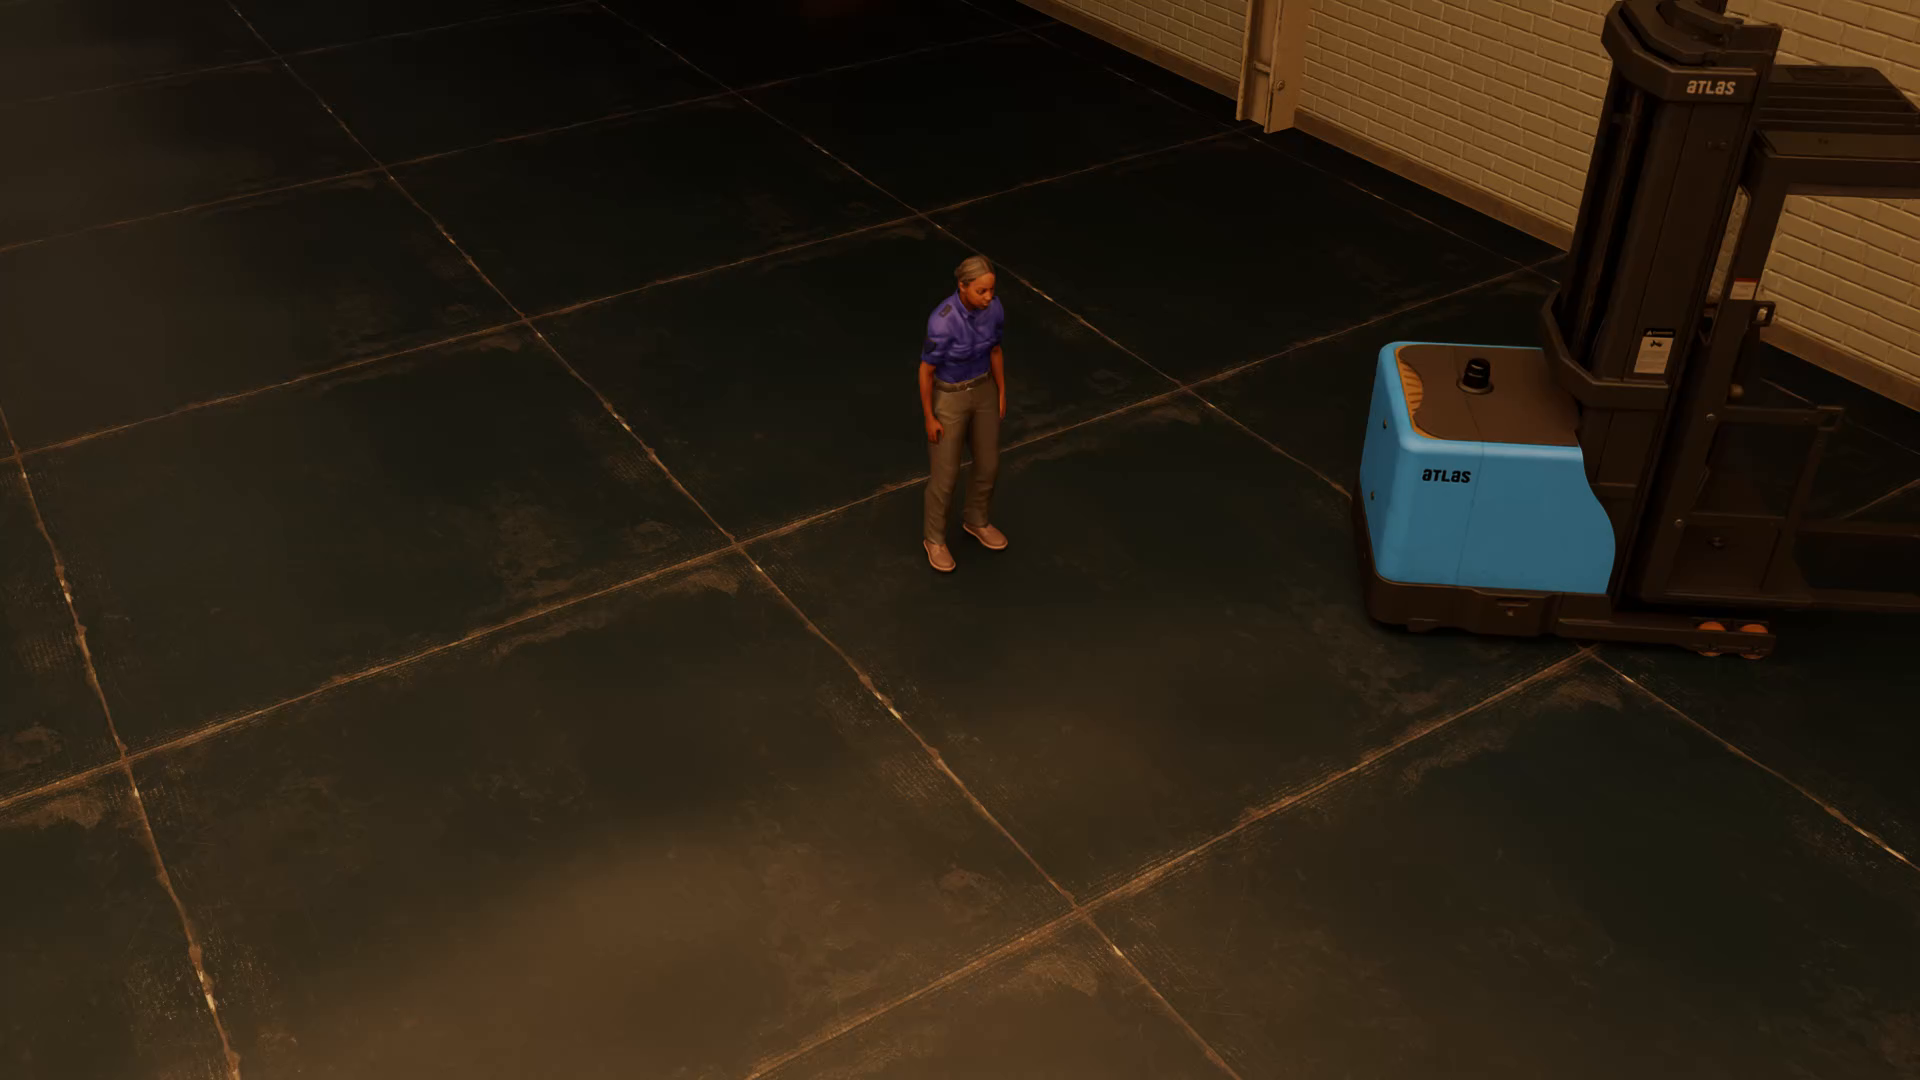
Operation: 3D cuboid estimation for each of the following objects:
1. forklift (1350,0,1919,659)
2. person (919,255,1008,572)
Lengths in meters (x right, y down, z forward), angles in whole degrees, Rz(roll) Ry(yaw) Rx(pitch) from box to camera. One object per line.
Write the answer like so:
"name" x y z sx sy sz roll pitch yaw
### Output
"forklift" 3.527 -0.957 7.509 3.031 2.935 1.130 3 35 5
"person" 0.021 -0.657 8.195 0.513 1.654 0.349 -22 41 -28
